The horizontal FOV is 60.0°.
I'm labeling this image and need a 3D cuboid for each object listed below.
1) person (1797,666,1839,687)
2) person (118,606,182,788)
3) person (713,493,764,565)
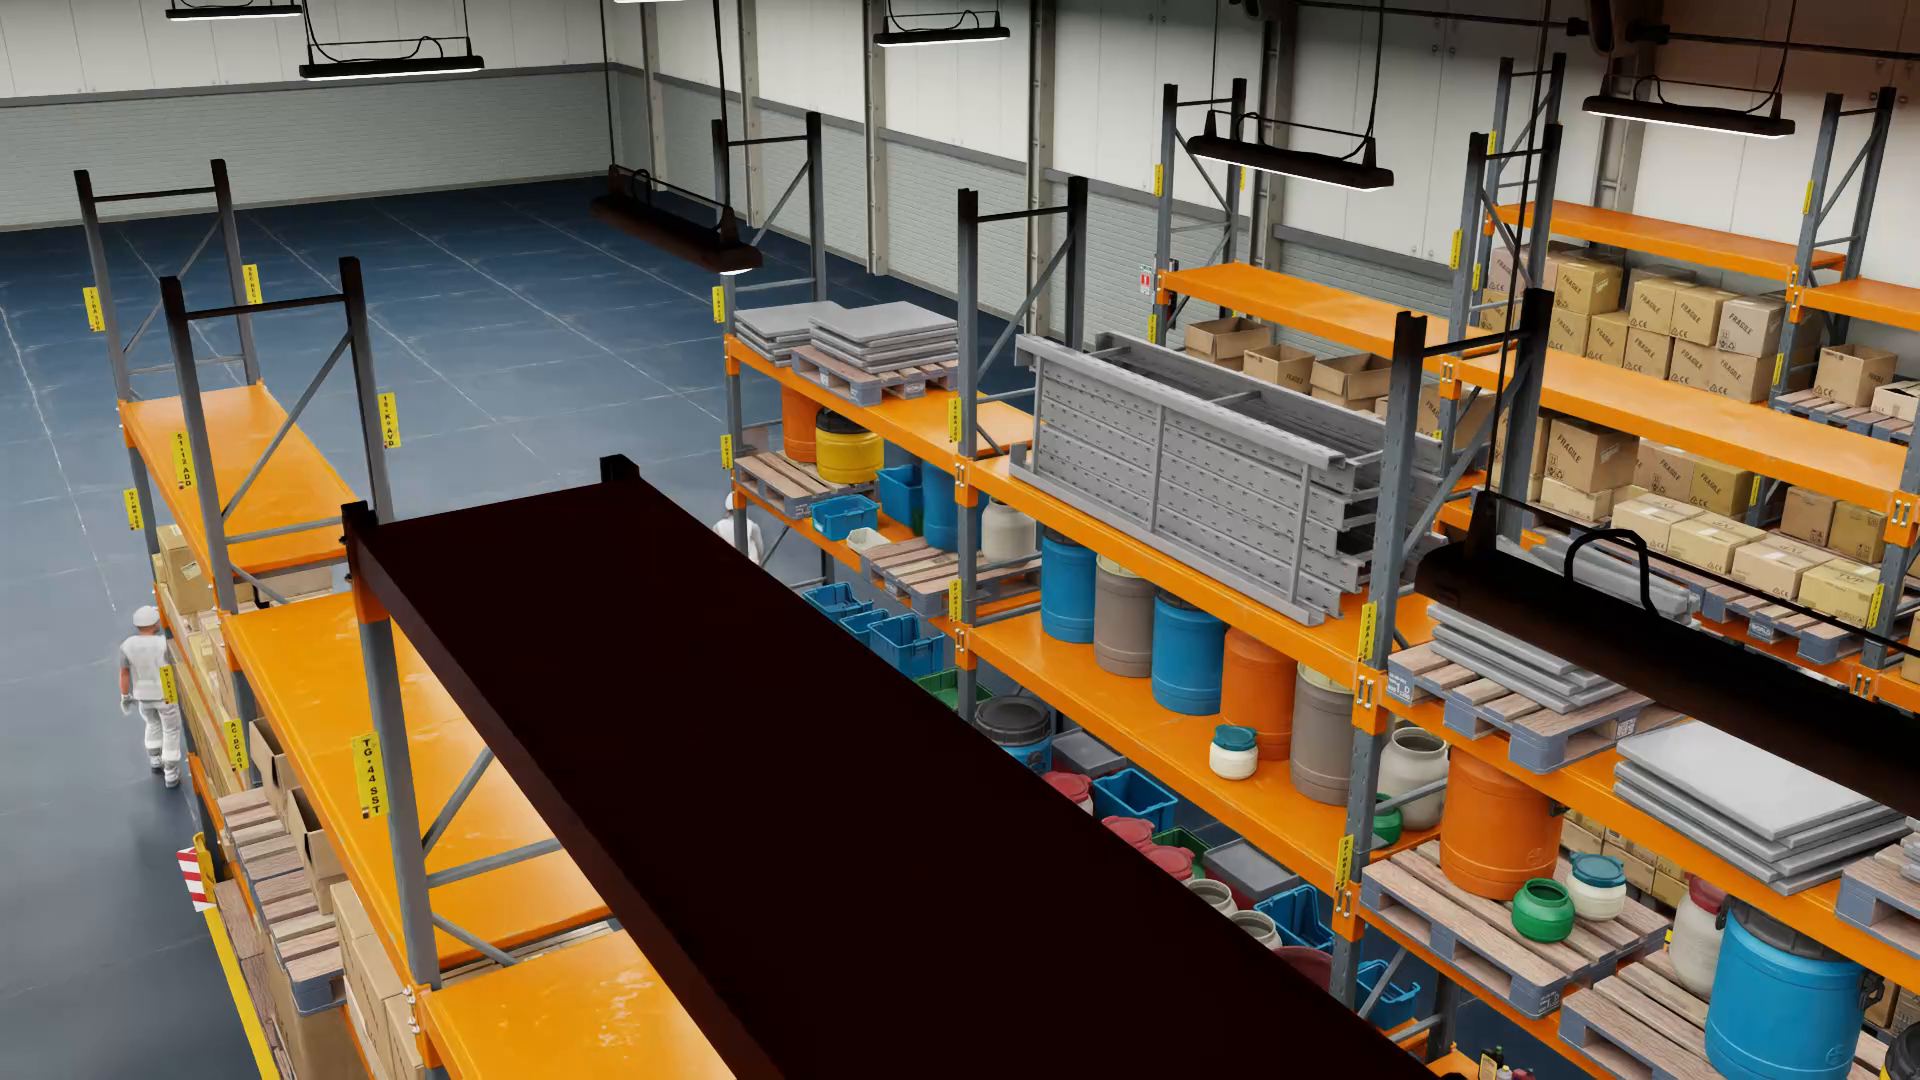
[{"bbox_3d":[7.787,1.605,15.070,0.580,1.724,0.979,-15,26,-33],"label":"person"},{"bbox_3d":[-7.446,1.402,15.516,0.614,1.801,0.602,0,22,0],"label":"person"},{"bbox_3d":[-2.439,0.259,18.393,0.559,1.708,1.063,2,22,6],"label":"person"}]
